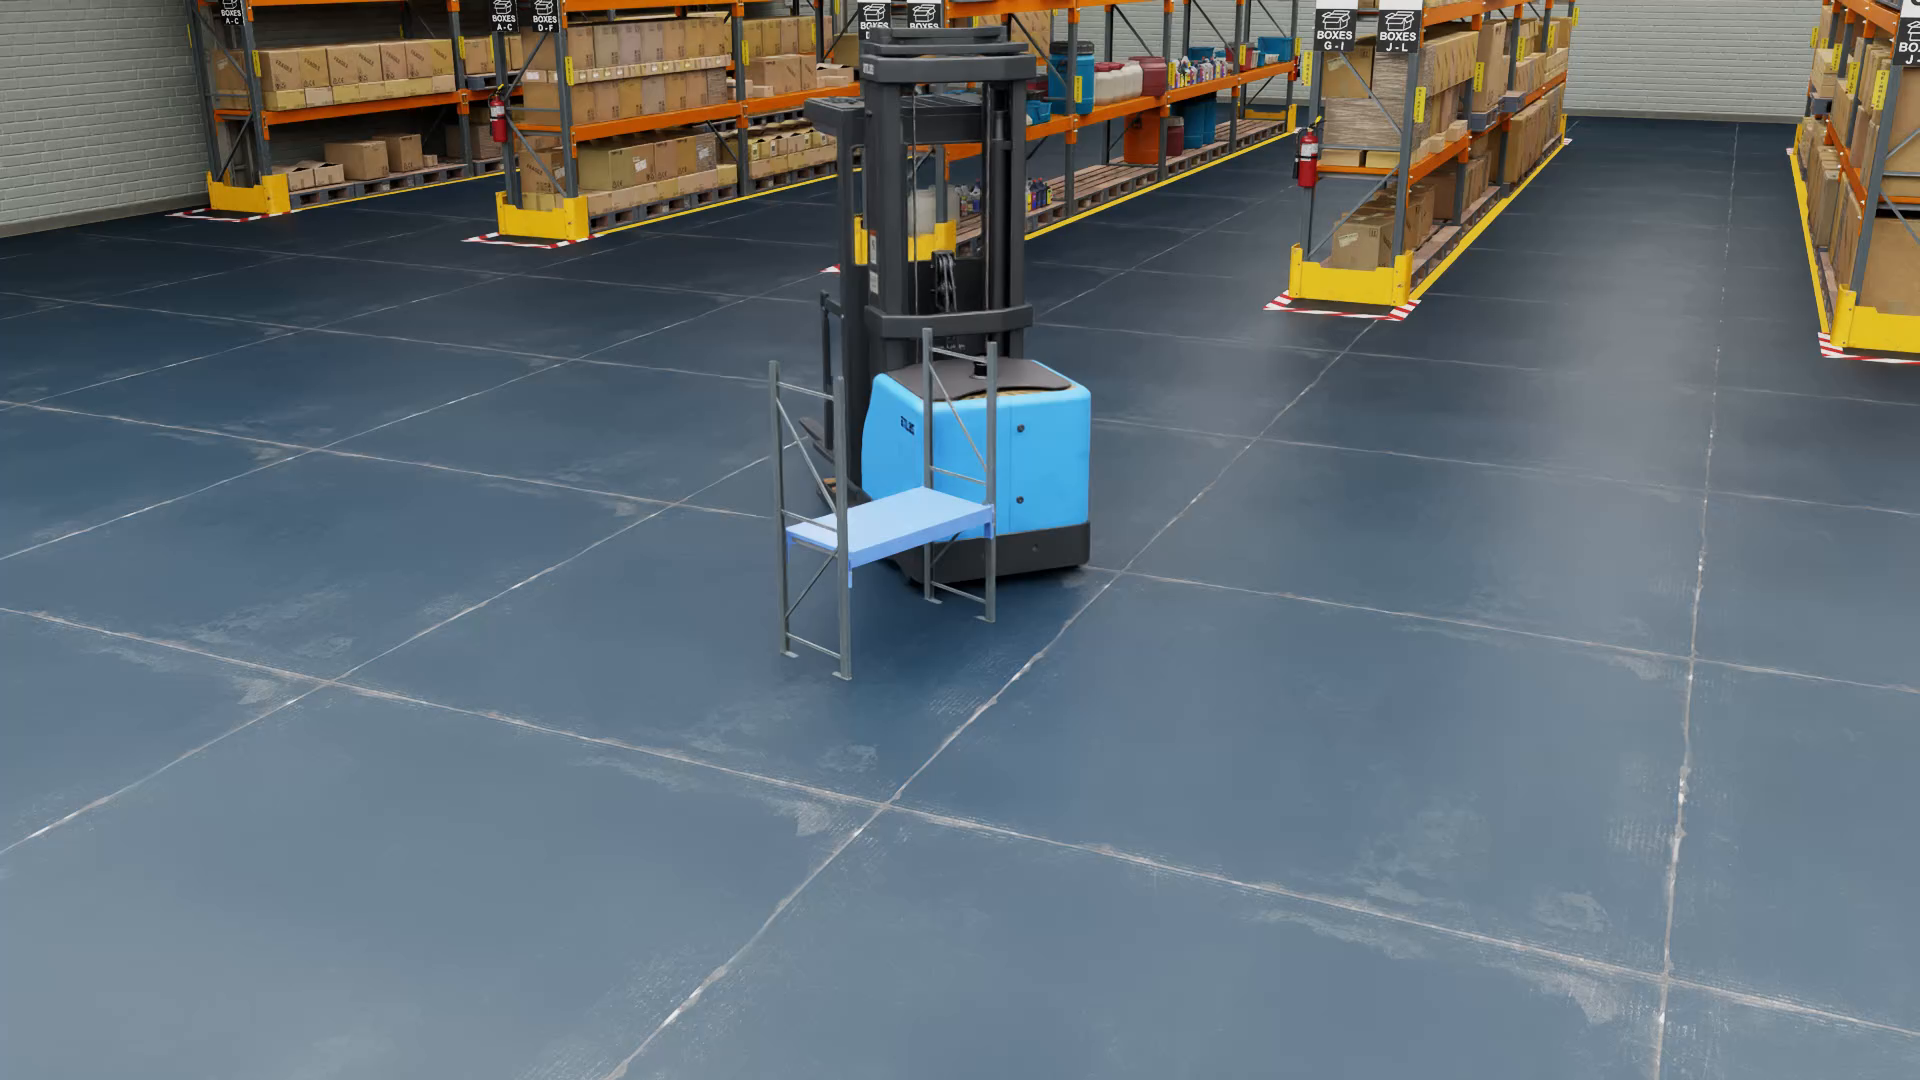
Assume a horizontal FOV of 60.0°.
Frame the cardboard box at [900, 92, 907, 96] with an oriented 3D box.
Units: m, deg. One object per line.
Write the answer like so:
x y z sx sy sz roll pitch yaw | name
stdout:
-1.257 -7.672 29.020 0.500 0.250 0.500 8 21 22 | cardboard box

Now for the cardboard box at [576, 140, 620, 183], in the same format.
-4.792 -4.963 21.804 0.500 0.500 0.500 9 21 23 | cardboard box

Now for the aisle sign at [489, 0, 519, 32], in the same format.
-5.431 -6.440 19.720 0.394 0.787 0.004 9 21 23 | aisle sign

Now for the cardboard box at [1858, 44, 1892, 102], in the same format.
9.840 -4.817 17.201 0.875 0.550 0.550 9 21 23 | cardboard box

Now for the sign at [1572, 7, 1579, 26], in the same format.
10.942 -9.304 29.571 0.100 0.325 0.005 9 21 23 | sign

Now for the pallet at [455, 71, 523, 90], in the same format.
-7.573 -7.219 26.078 1.003 0.211 1.213 9 21 23 | pallet

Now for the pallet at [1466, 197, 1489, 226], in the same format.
6.354 -4.355 21.901 1.003 0.211 1.213 9 21 23 | pallet

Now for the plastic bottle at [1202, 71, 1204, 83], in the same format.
3.900 -7.506 26.896 0.097 0.201 0.097 0 20 0 | plastic bottle

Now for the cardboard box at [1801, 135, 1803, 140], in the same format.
14.429 -6.752 28.106 0.380 0.149 0.250 9 21 24 | cardboard box

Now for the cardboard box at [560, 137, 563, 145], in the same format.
-6.945 -6.979 28.191 0.700 0.500 0.500 9 21 23 | cardboard box

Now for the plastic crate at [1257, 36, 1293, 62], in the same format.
5.967 -9.322 31.561 0.616 0.435 0.499 9 21 23 | plastic crate

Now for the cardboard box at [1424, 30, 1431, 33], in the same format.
5.122 -5.612 19.188 0.500 0.500 0.500 9 21 23 | cardboard box

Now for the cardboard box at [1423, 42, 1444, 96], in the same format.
4.585 -4.775 16.834 0.500 0.500 0.500 9 21 23 | cardboard box

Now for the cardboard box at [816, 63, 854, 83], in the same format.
-2.049 -7.493 26.694 0.500 0.311 0.500 10 22 26 | cardboard box

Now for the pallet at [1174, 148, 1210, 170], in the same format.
3.443 -6.264 27.267 1.003 0.211 1.213 9 21 23 | pallet

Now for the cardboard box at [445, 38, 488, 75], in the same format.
-7.779 -7.501 25.779 0.700 0.500 0.500 9 21 23 | cardboard box

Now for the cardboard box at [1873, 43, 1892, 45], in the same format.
10.844 -5.482 19.266 0.700 0.500 0.500 8 21 22 | cardboard box

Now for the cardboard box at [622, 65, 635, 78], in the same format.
-4.357 -5.953 21.115 0.380 0.149 0.250 8 21 21 | cardboard box

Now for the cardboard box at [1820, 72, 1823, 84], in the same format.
11.555 -6.083 21.901 0.380 0.149 0.250 9 22 25 | cardboard box

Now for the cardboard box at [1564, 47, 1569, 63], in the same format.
10.496 -8.610 29.483 0.500 0.250 0.500 8 21 22 | cardboard box

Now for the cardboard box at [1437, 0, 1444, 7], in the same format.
4.539 -5.447 16.556 0.500 0.250 0.500 8 21 21 | cardboard box

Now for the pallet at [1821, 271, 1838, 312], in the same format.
9.141 -2.435 16.502 1.003 0.211 1.213 9 21 23 | pallet

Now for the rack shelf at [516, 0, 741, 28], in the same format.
-4.317 -6.880 21.435 1.077 0.370 4.000 9 21 23 | rack shelf

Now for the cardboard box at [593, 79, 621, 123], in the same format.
-4.722 -5.544 20.931 0.700 0.500 0.500 9 22 24 | cardboard box

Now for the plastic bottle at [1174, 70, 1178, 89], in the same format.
3.306 -7.086 25.592 0.061 0.283 0.133 9 21 23 | plastic bottle

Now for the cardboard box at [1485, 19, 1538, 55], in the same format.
8.560 -7.826 25.851 0.797 0.503 0.637 8 21 21 | cardboard box

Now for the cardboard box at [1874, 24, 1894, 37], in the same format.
13.705 -7.554 24.647 0.500 0.500 0.500 9 22 24 | cardboard box

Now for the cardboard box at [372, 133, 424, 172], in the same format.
-8.407 -5.803 24.882 0.500 0.500 0.500 7 21 19 | cardboard box

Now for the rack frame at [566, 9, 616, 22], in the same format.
-6.381 -8.319 28.883 1.000 3.000 0.127 9 21 23 | rack frame

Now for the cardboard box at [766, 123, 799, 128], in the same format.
-2.761 -6.369 26.042 0.500 0.311 0.500 8 21 21 | cardboard box

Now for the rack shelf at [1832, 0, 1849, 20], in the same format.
12.479 -7.254 22.486 1.077 0.370 4.000 9 21 23 | rack shelf

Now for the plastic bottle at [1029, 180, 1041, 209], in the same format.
0.940 -4.401 21.163 0.144 0.351 0.185 7 21 20 | plastic bottle

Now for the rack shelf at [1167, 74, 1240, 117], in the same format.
3.477 -7.232 26.900 1.077 0.370 4.000 9 21 23 | rack shelf

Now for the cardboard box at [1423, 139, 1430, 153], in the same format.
4.740 -4.153 17.545 0.380 0.149 0.250 9 21 23 | cardboard box

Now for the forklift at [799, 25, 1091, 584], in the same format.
-0.272 -1.595 10.079 1.130 2.935 3.031 -7 21 -20 | forklift

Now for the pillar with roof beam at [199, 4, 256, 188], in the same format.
-6.232 -8.442 20.276 9.100 9.000 0.400 9 21 23 | pillar with roof beam

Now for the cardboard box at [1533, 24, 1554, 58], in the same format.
9.244 -8.037 26.751 0.500 0.500 0.500 9 21 23 | cardboard box

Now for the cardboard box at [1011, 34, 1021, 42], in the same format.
0.856 -9.494 32.038 0.500 0.500 0.500 8 21 22 | cardboard box

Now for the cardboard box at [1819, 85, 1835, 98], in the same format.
11.443 -5.861 21.722 0.380 0.149 0.250 9 21 24 | cardboard box

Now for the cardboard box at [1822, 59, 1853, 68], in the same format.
11.654 -6.297 22.059 0.380 0.149 0.250 9 22 24 | cardboard box

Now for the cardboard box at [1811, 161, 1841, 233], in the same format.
10.593 -3.980 19.413 1.050 0.750 0.750 9 21 23 | cardboard box

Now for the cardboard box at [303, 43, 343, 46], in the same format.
-9.028 -6.803 23.697 0.500 0.500 0.500 9 21 23 | cardboard box

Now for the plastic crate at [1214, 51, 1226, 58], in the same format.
4.870 -8.830 30.480 0.416 0.233 0.300 9 21 23 | plastic crate

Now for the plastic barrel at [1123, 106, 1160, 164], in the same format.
2.842 -6.286 25.781 0.600 0.830 0.708 9 21 23 | plastic barrel

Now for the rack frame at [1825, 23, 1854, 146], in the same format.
11.660 -5.568 21.149 1.000 3.000 0.127 9 21 23 | rack frame

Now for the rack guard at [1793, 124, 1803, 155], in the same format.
14.905 -6.813 28.379 1.175 0.500 0.348 9 21 23 | rack guard

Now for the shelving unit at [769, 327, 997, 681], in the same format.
-0.359 -0.206 8.310 0.538 1.500 1.048 18 26 41 | shelving unit

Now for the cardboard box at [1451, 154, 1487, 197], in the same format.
6.705 -4.930 22.429 0.700 0.500 0.500 7 21 18 | cardboard box

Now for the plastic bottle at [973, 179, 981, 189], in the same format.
0.233 -4.448 21.296 0.144 0.351 0.185 8 21 20 | plastic bottle

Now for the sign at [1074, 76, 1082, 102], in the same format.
1.517 -5.788 21.354 0.100 0.325 0.005 9 21 23 | sign

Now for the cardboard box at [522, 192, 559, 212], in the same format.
-5.186 -4.301 21.064 0.500 0.250 0.500 9 21 23 | cardboard box

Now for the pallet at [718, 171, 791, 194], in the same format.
-3.232 -5.334 24.652 1.003 0.211 1.213 9 21 23 | pallet

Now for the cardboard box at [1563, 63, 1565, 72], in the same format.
10.398 -8.296 29.195 0.380 0.149 0.250 9 21 23 | cardboard box
